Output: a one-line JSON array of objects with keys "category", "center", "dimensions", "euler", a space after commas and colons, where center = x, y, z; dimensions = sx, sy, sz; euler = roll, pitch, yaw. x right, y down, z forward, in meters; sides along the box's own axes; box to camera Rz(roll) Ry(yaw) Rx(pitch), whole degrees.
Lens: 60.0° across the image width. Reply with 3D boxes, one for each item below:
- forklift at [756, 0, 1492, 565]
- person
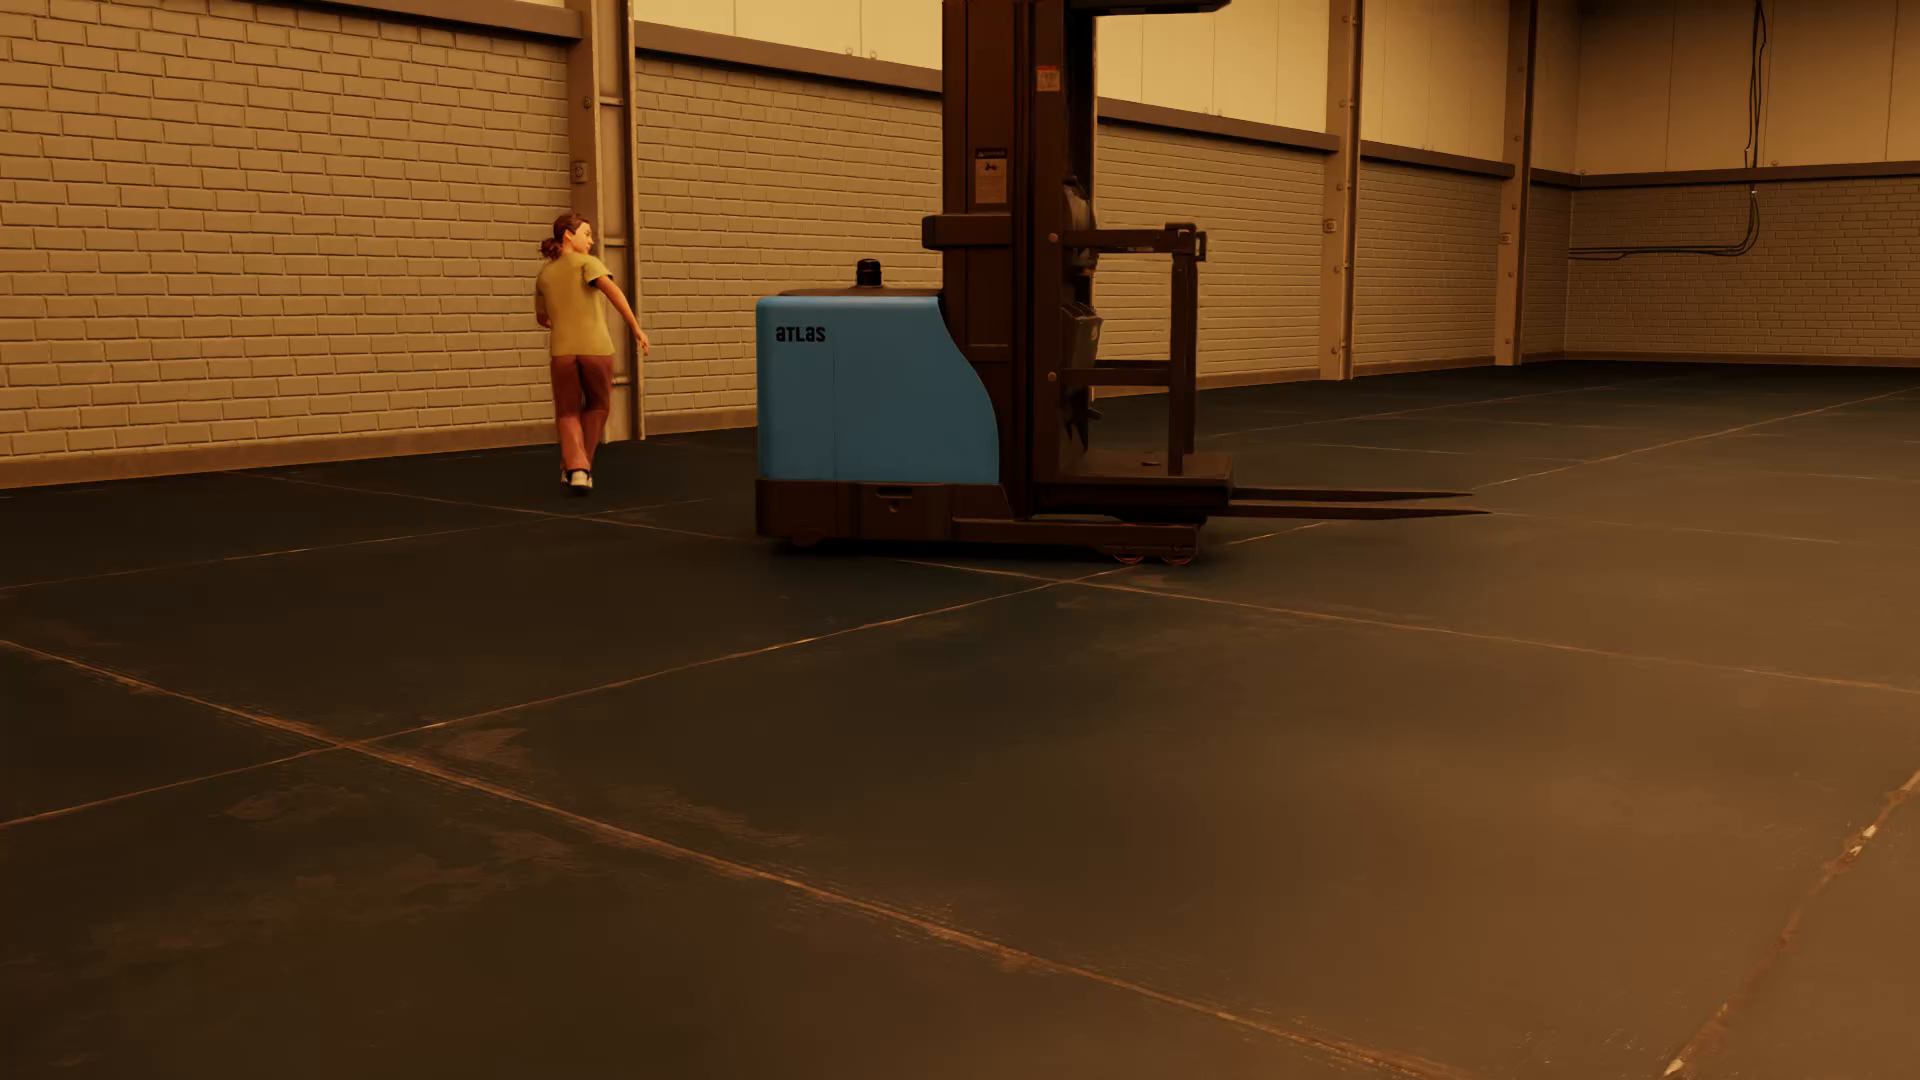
[{"category": "forklift", "center": [0.698, -1.431, 7.062], "dimensions": [3.031, 2.935, 1.130], "euler": [2, 8, 11]}, {"category": "person", "center": [-2.027, -1.035, 9.261], "dimensions": [0.726, 1.549, 0.769], "euler": [1, 8, 4]}]
